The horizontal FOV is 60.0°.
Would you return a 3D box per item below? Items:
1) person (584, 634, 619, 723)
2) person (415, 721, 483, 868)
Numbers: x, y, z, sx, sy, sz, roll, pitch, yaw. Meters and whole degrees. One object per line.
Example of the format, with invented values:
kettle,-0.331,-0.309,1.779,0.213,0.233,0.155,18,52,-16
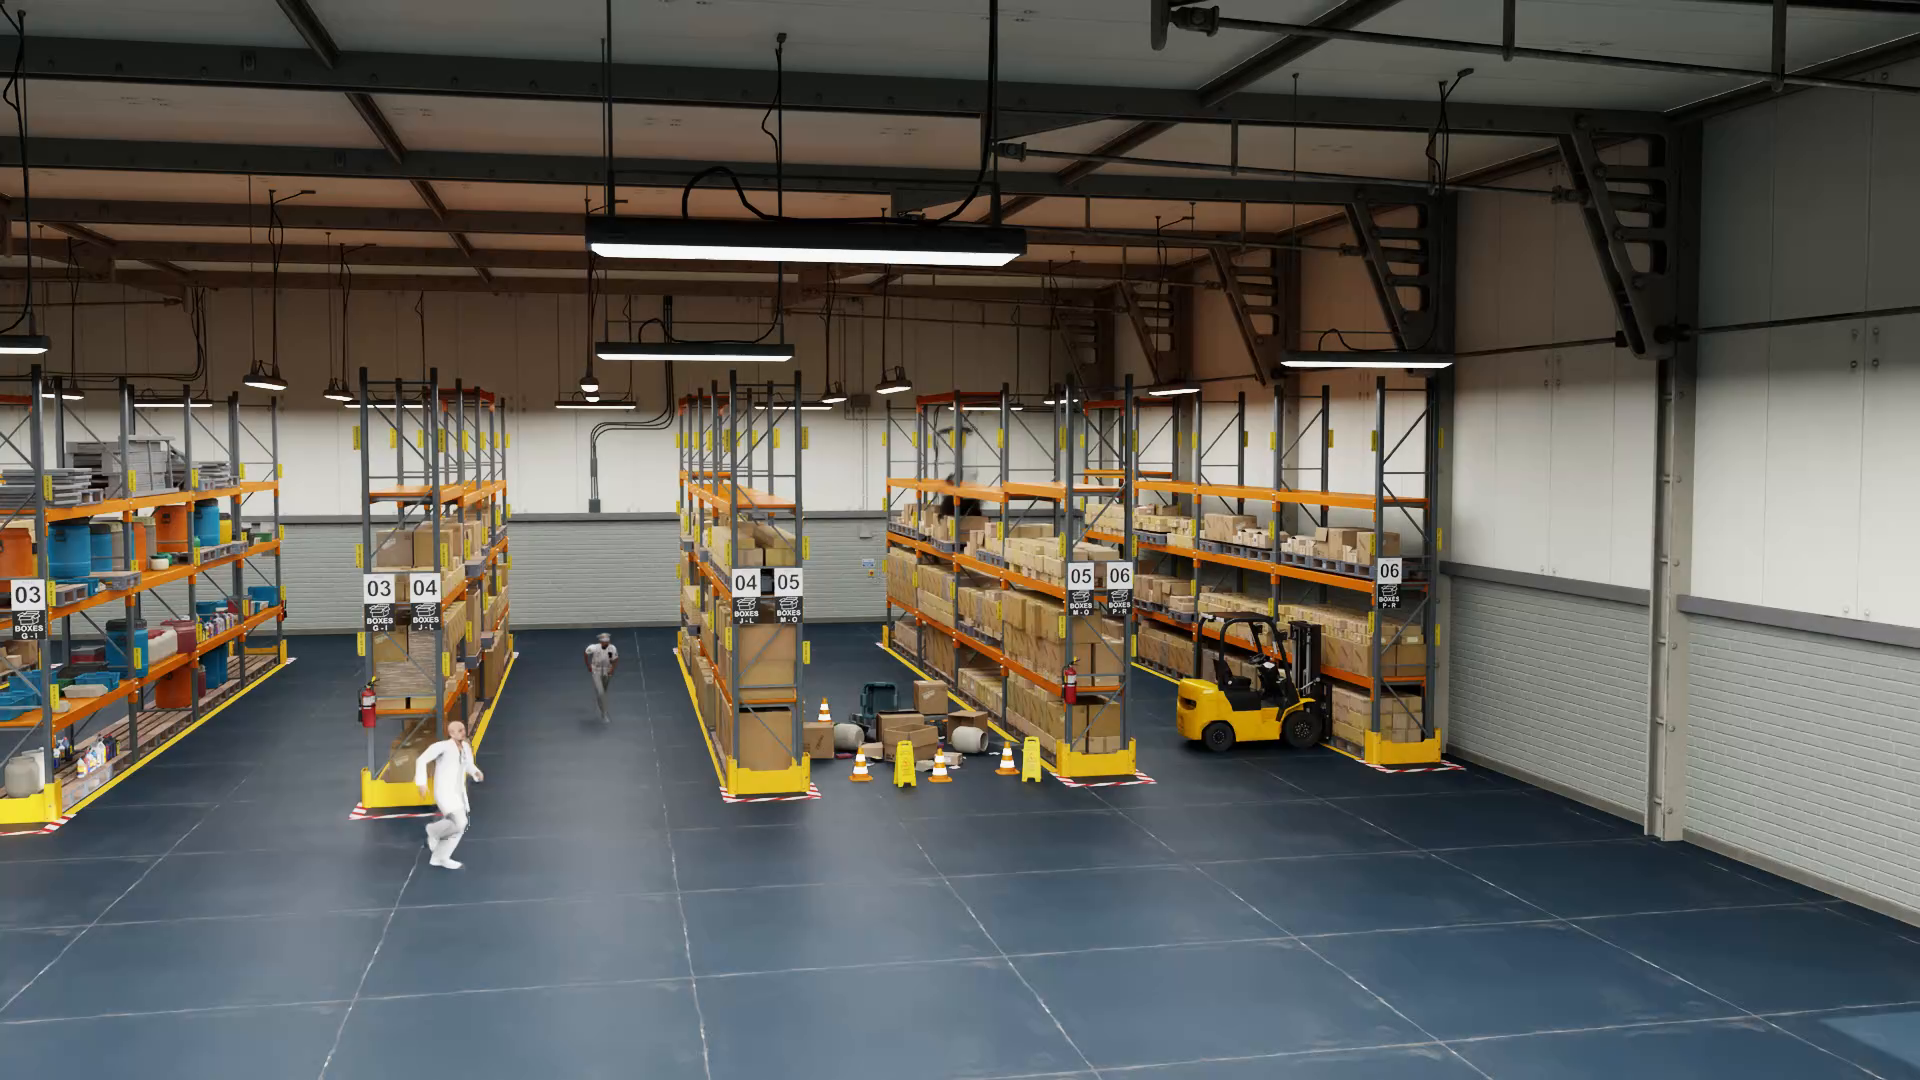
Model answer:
person,-6.462,2.455,29.905,0.612,1.624,0.974,-1,4,-20
person,-5.934,2.988,19.479,0.700,1.729,0.760,1,4,23
